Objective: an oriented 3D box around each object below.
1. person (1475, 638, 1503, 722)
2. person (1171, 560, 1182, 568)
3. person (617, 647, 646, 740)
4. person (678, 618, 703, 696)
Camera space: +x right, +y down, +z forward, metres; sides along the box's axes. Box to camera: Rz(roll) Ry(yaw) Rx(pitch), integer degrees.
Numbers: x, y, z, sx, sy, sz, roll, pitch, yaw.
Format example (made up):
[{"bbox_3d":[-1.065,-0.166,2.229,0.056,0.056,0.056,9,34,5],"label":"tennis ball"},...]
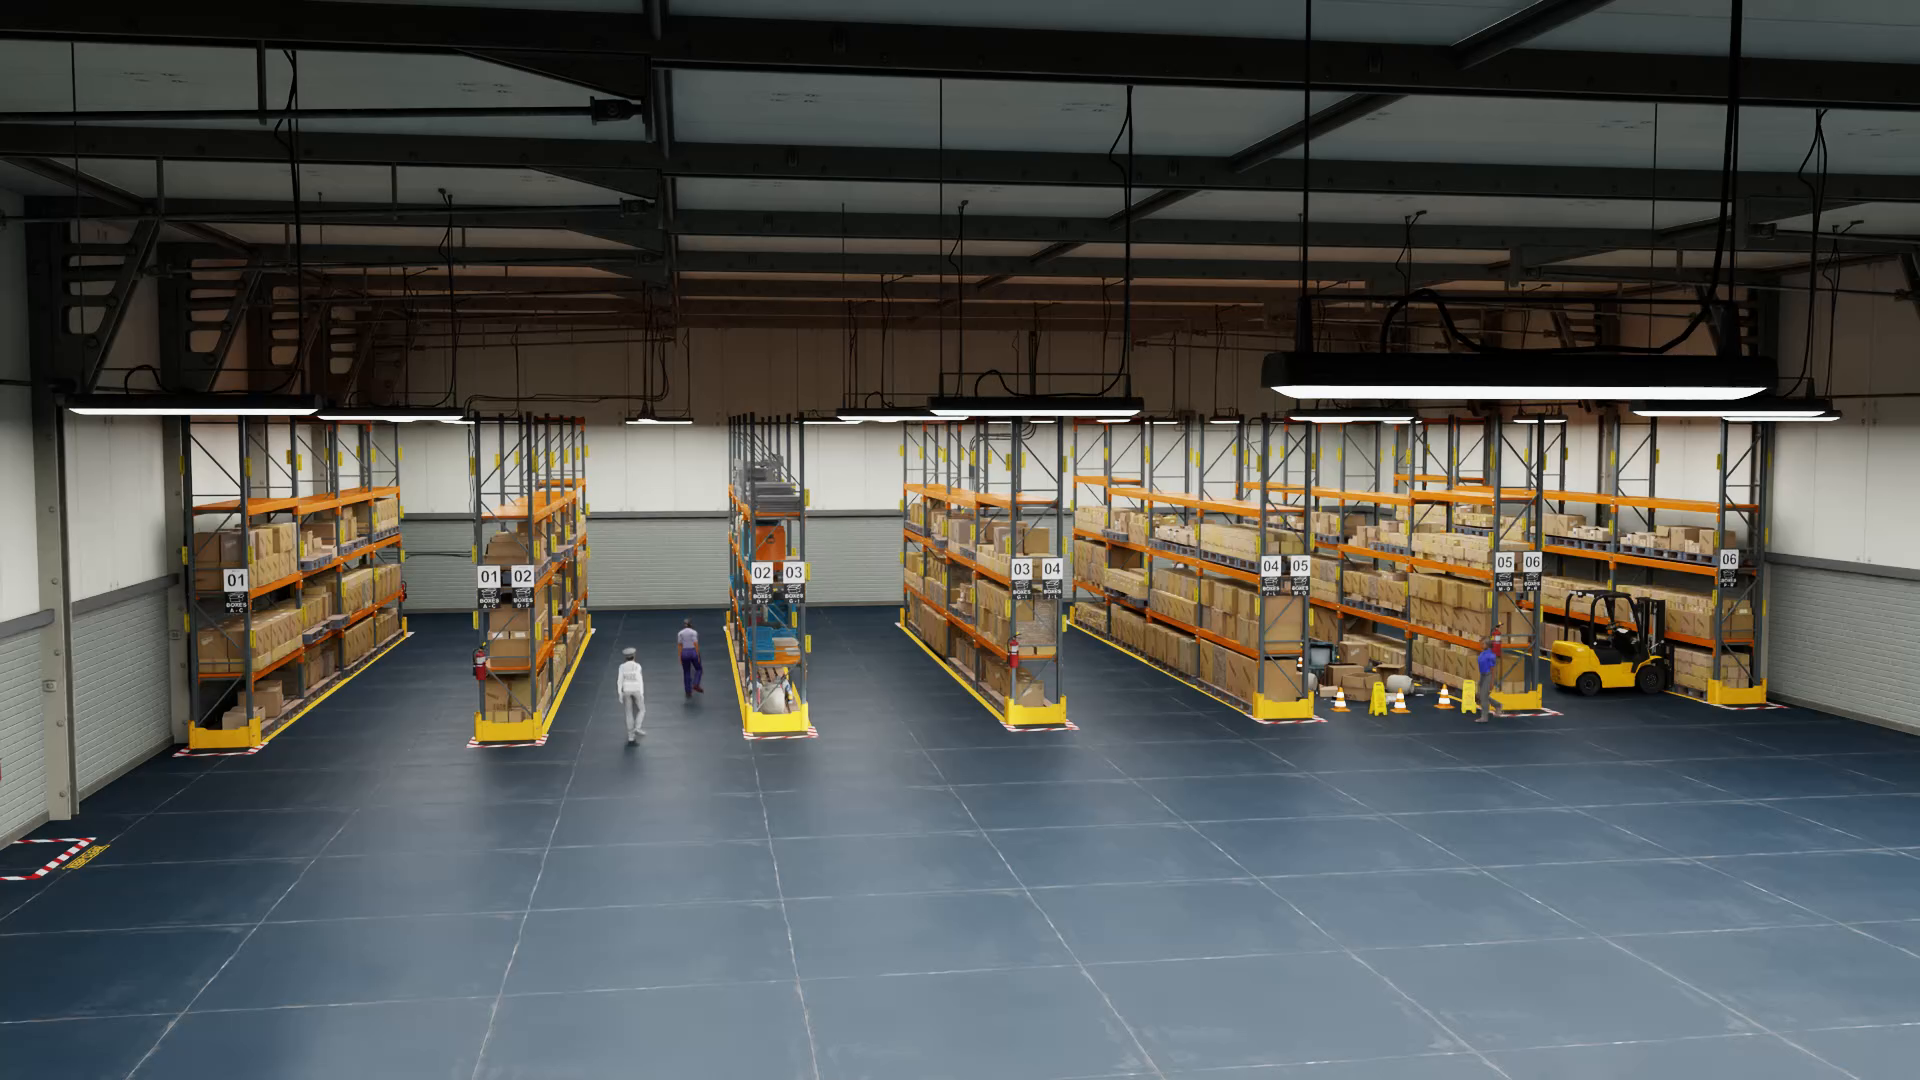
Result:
[{"bbox_3d":[10.287,2.701,32.249,0.707,1.628,0.458,-1,4,-17],"label":"person"},{"bbox_3d":[6.937,1.296,53.013,0.972,1.633,0.429,-1,4,-20],"label":"person"},{"bbox_3d":[-6.003,2.818,30.400,0.528,1.662,0.478,0,4,-1],"label":"person"},{"bbox_3d":[-5.747,2.490,35.436,0.547,1.637,0.426,0,4,-2],"label":"person"}]
